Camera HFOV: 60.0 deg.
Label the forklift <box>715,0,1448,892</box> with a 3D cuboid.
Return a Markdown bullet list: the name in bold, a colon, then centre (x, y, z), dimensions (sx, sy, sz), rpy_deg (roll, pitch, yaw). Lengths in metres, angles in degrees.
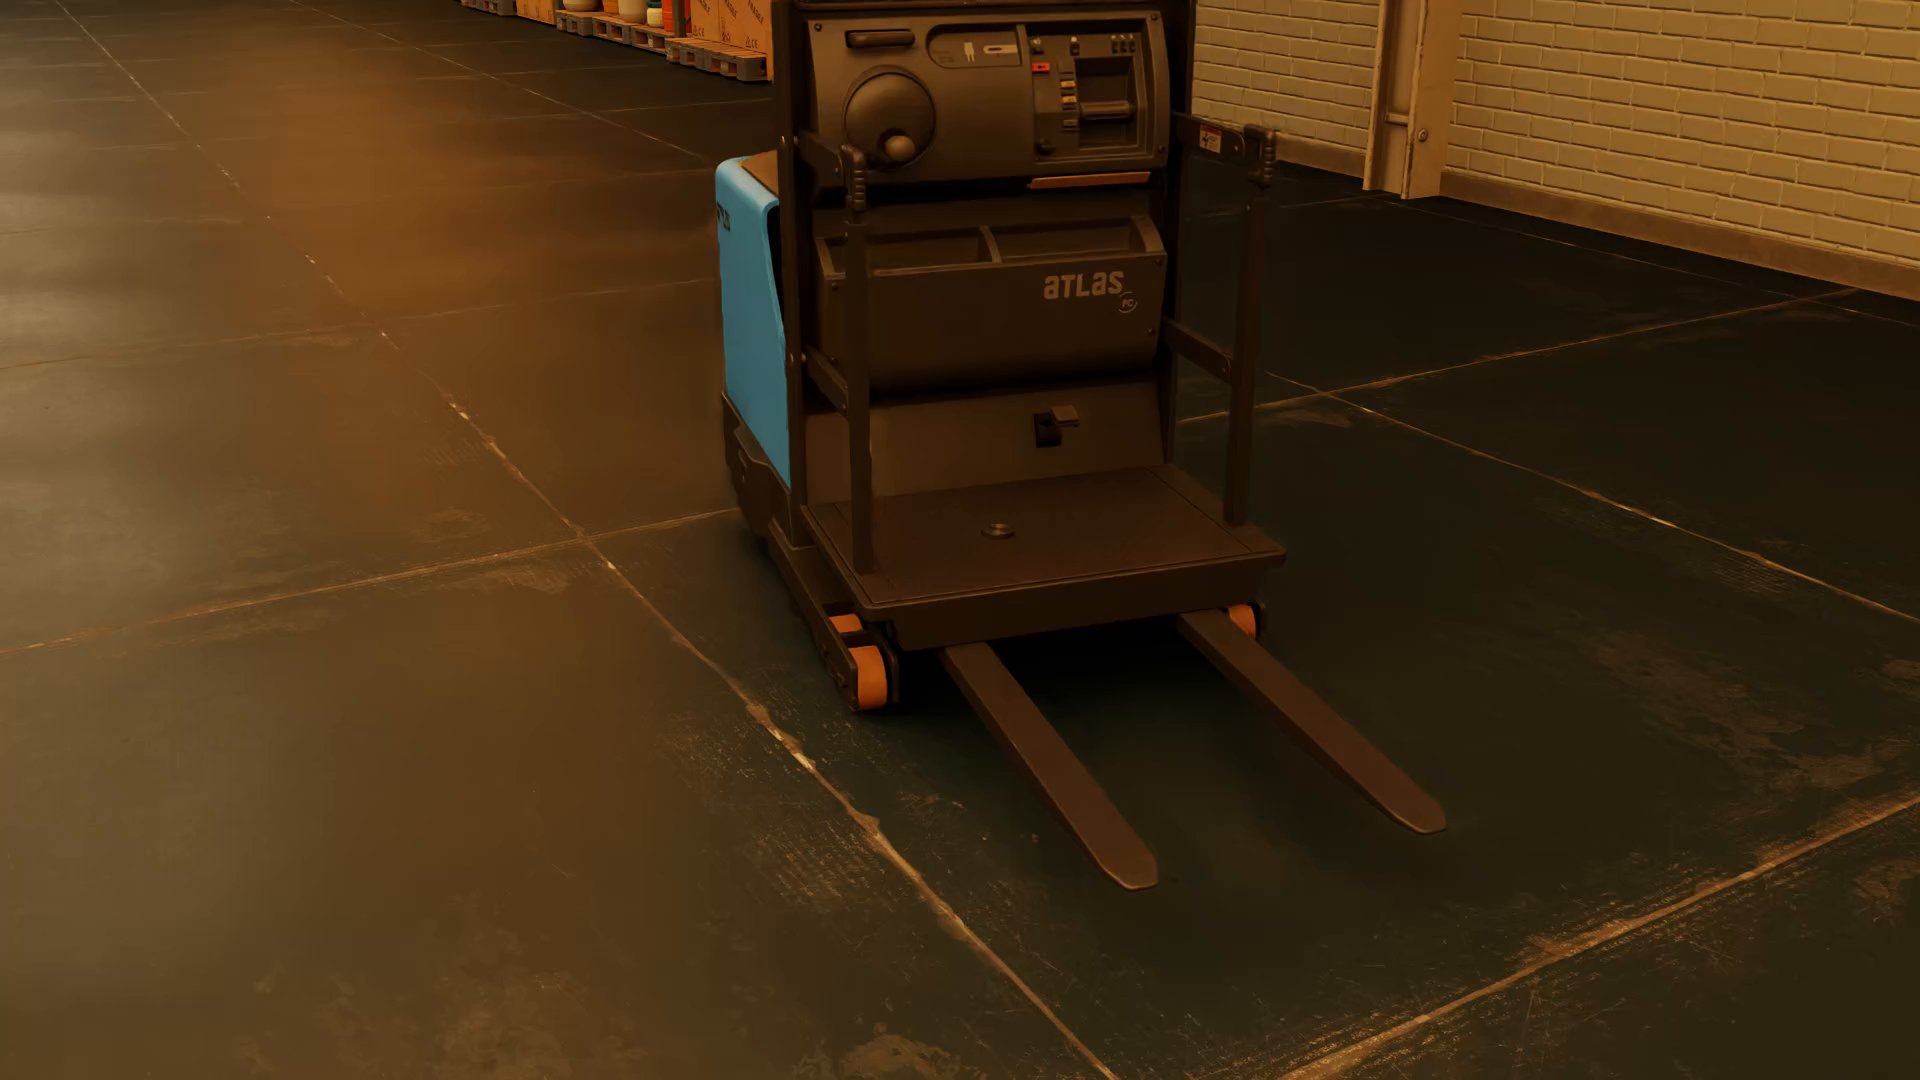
- **forklift**: centre (0.153, -1.103, 3.961), dimensions (1.130, 2.935, 3.031), rpy_deg (-7, 23, -17)
